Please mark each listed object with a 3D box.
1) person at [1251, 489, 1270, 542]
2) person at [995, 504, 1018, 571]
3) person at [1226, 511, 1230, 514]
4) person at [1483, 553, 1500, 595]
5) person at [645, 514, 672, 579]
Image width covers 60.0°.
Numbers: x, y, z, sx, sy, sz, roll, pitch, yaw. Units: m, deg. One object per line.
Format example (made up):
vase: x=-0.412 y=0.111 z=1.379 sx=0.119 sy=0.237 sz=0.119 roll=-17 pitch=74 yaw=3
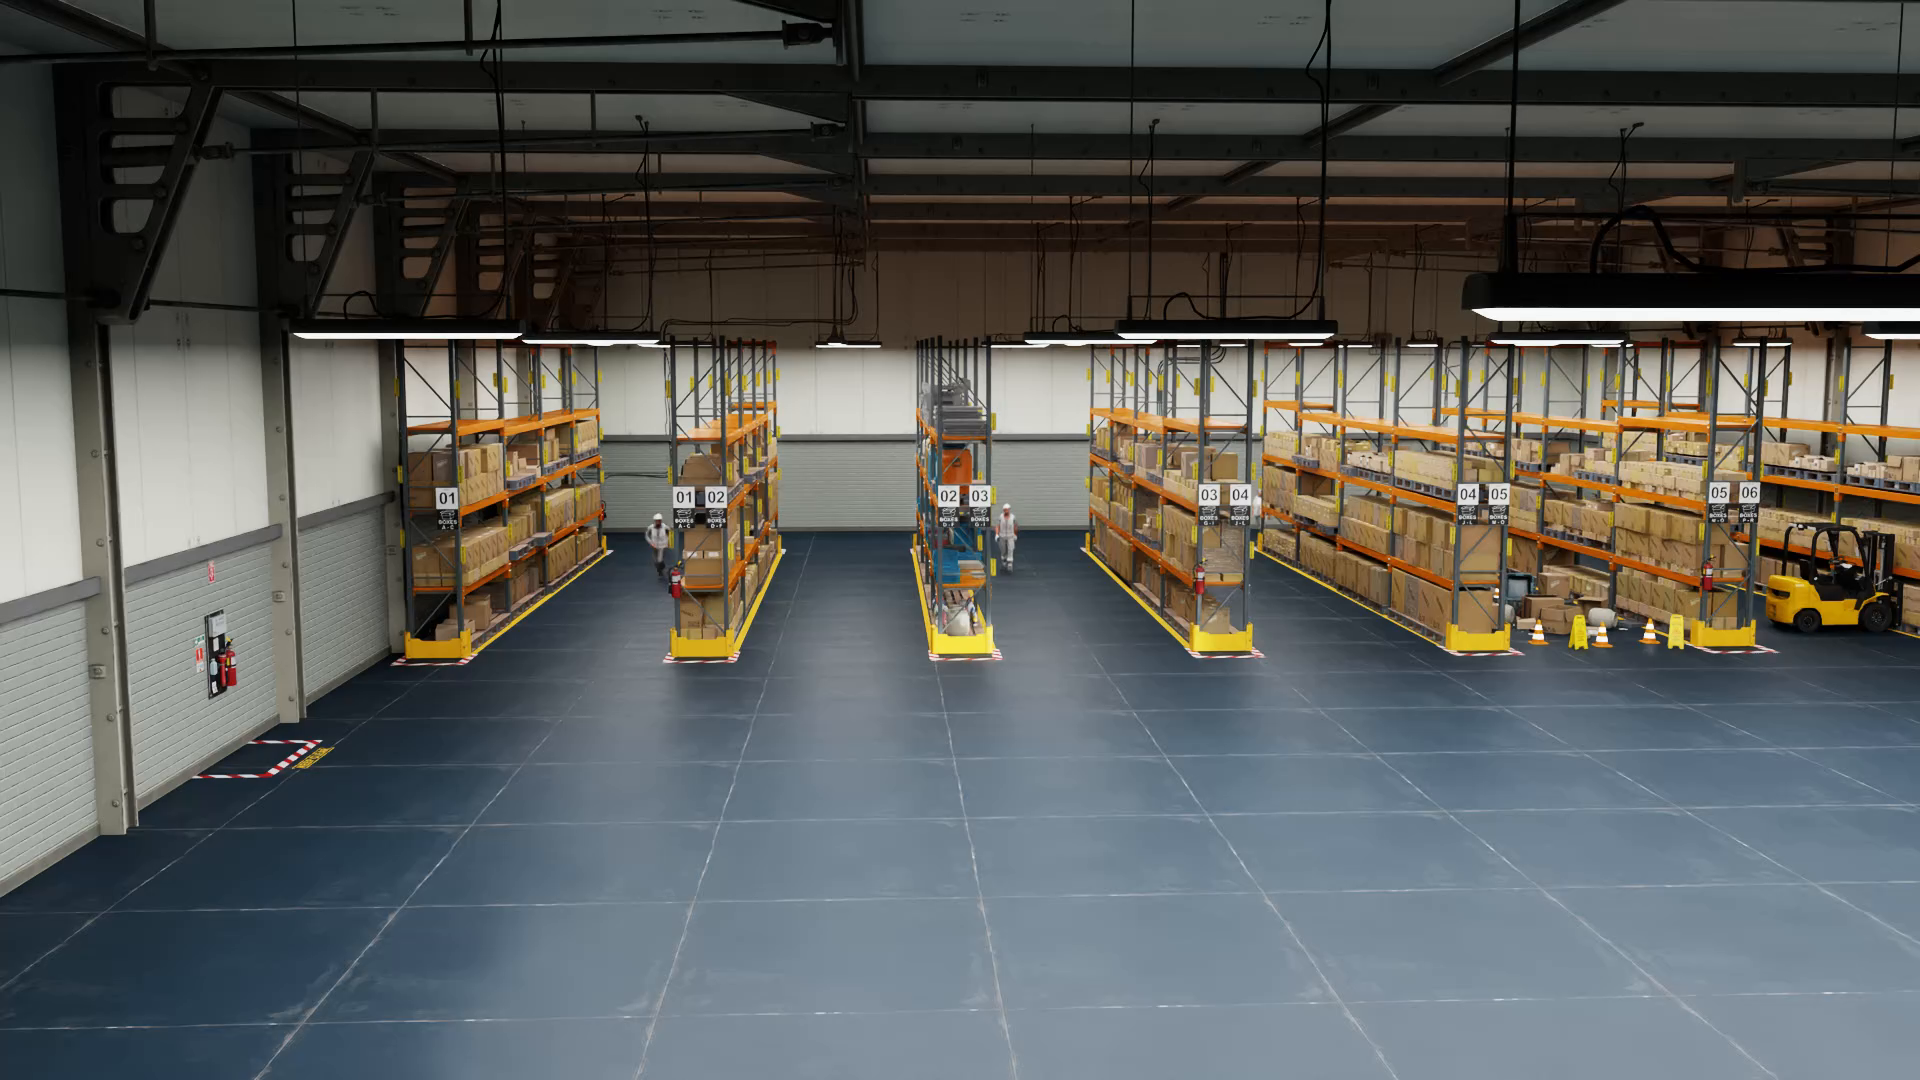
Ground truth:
person: x=9.009 y=-0.763 z=49.869 sx=0.510 sy=1.592 sz=1.060 roll=5 pitch=8 yaw=37
person: x=1.209 y=-0.082 z=43.357 sx=0.596 sy=1.724 sz=1.068 roll=0 pitch=6 yaw=1
person: x=6.889 y=0.058 z=42.813 sx=0.438 sy=1.581 sz=1.033 roll=0 pitch=7 yaw=-4
person: x=12.268 y=0.488 z=38.624 sx=0.579 sy=1.723 sz=0.565 roll=0 pitch=6 yaw=0
person: x=-7.537 y=0.159 z=41.677 sx=0.602 sy=1.678 sz=0.721 roll=1 pitch=7 yaw=9
